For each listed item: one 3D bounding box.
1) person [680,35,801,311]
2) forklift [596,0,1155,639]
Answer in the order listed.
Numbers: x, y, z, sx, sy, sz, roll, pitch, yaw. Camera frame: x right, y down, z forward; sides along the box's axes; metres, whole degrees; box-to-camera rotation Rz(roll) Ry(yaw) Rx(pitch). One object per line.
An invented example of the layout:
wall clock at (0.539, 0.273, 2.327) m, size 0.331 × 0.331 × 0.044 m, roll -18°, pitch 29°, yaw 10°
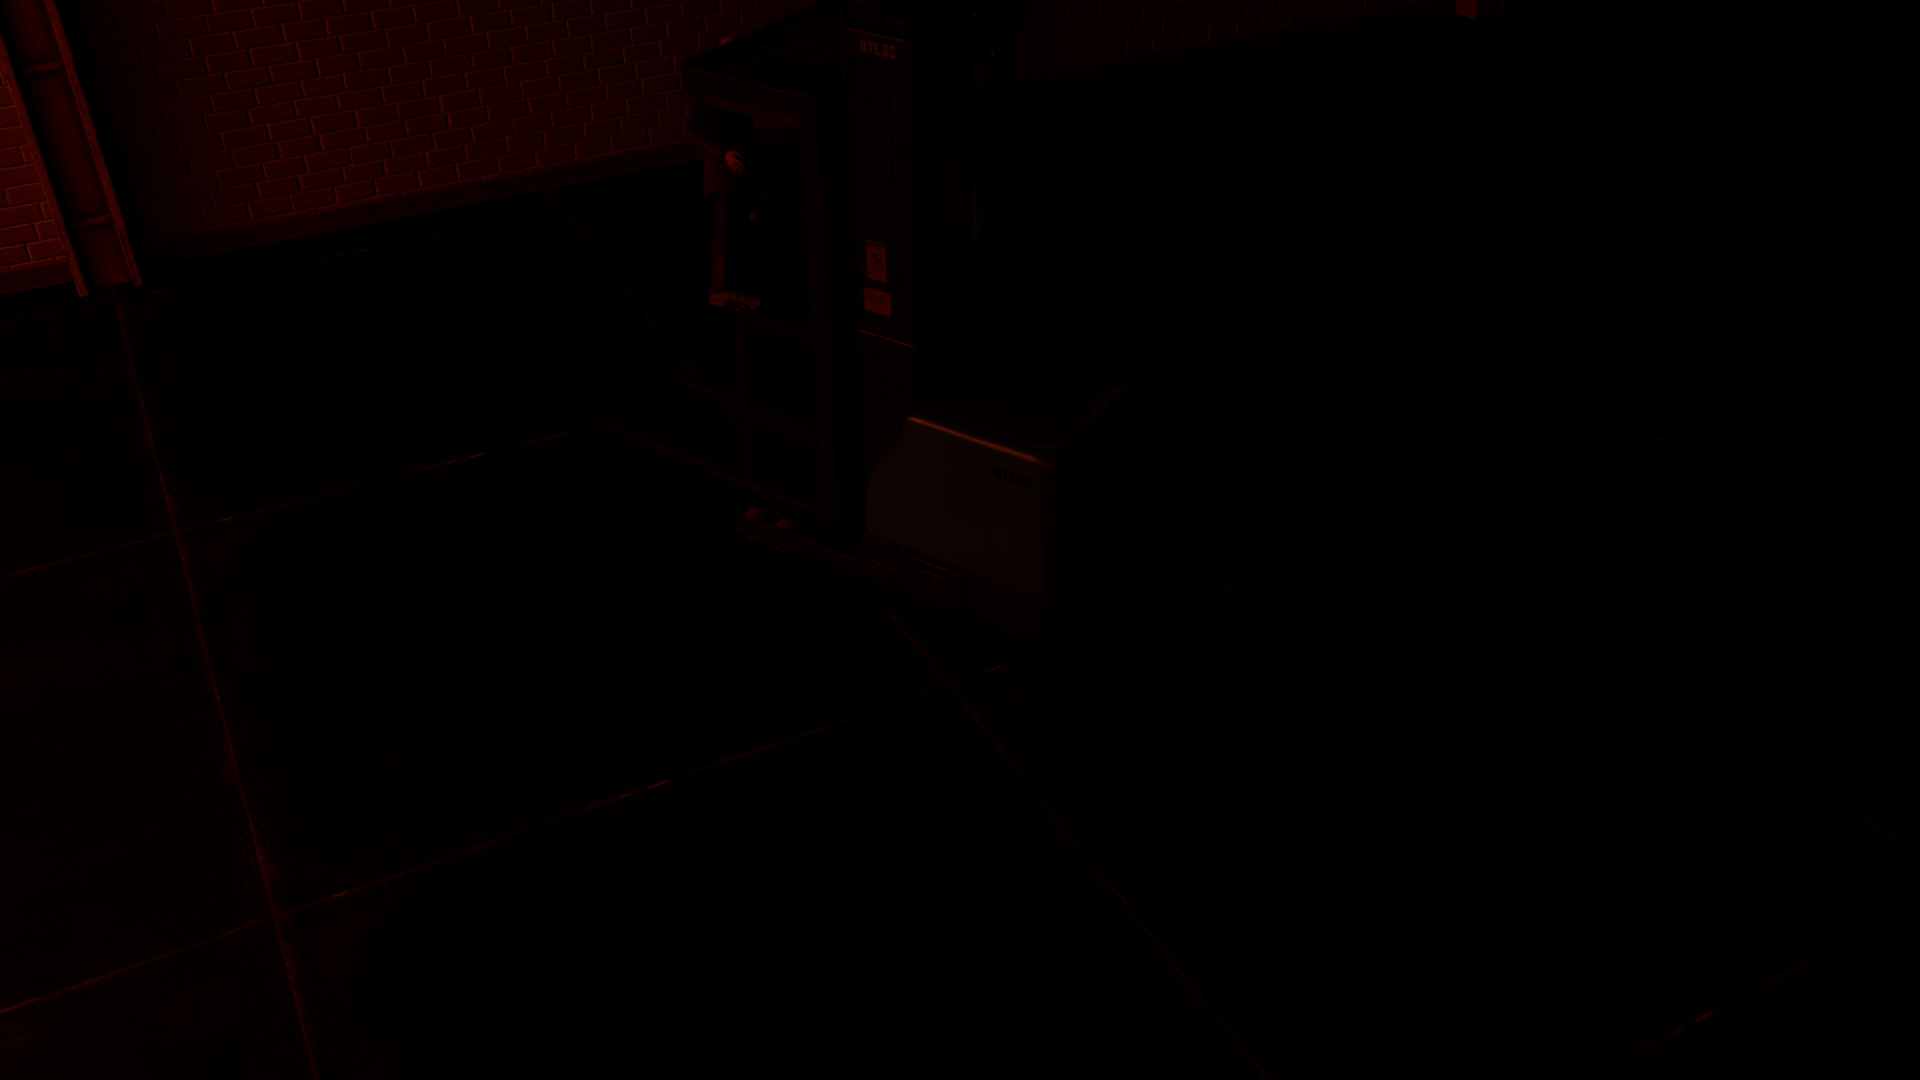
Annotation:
person at (-1.335, -2.510, 10.862) m, size 0.995 × 1.572 × 1.309 m, roll 27°, pitch 43°, yaw 33°
forklift at (-0.565, -1.370, 8.061) m, size 3.031 × 2.935 × 1.130 m, roll 20°, pitch 40°, yaw 26°
